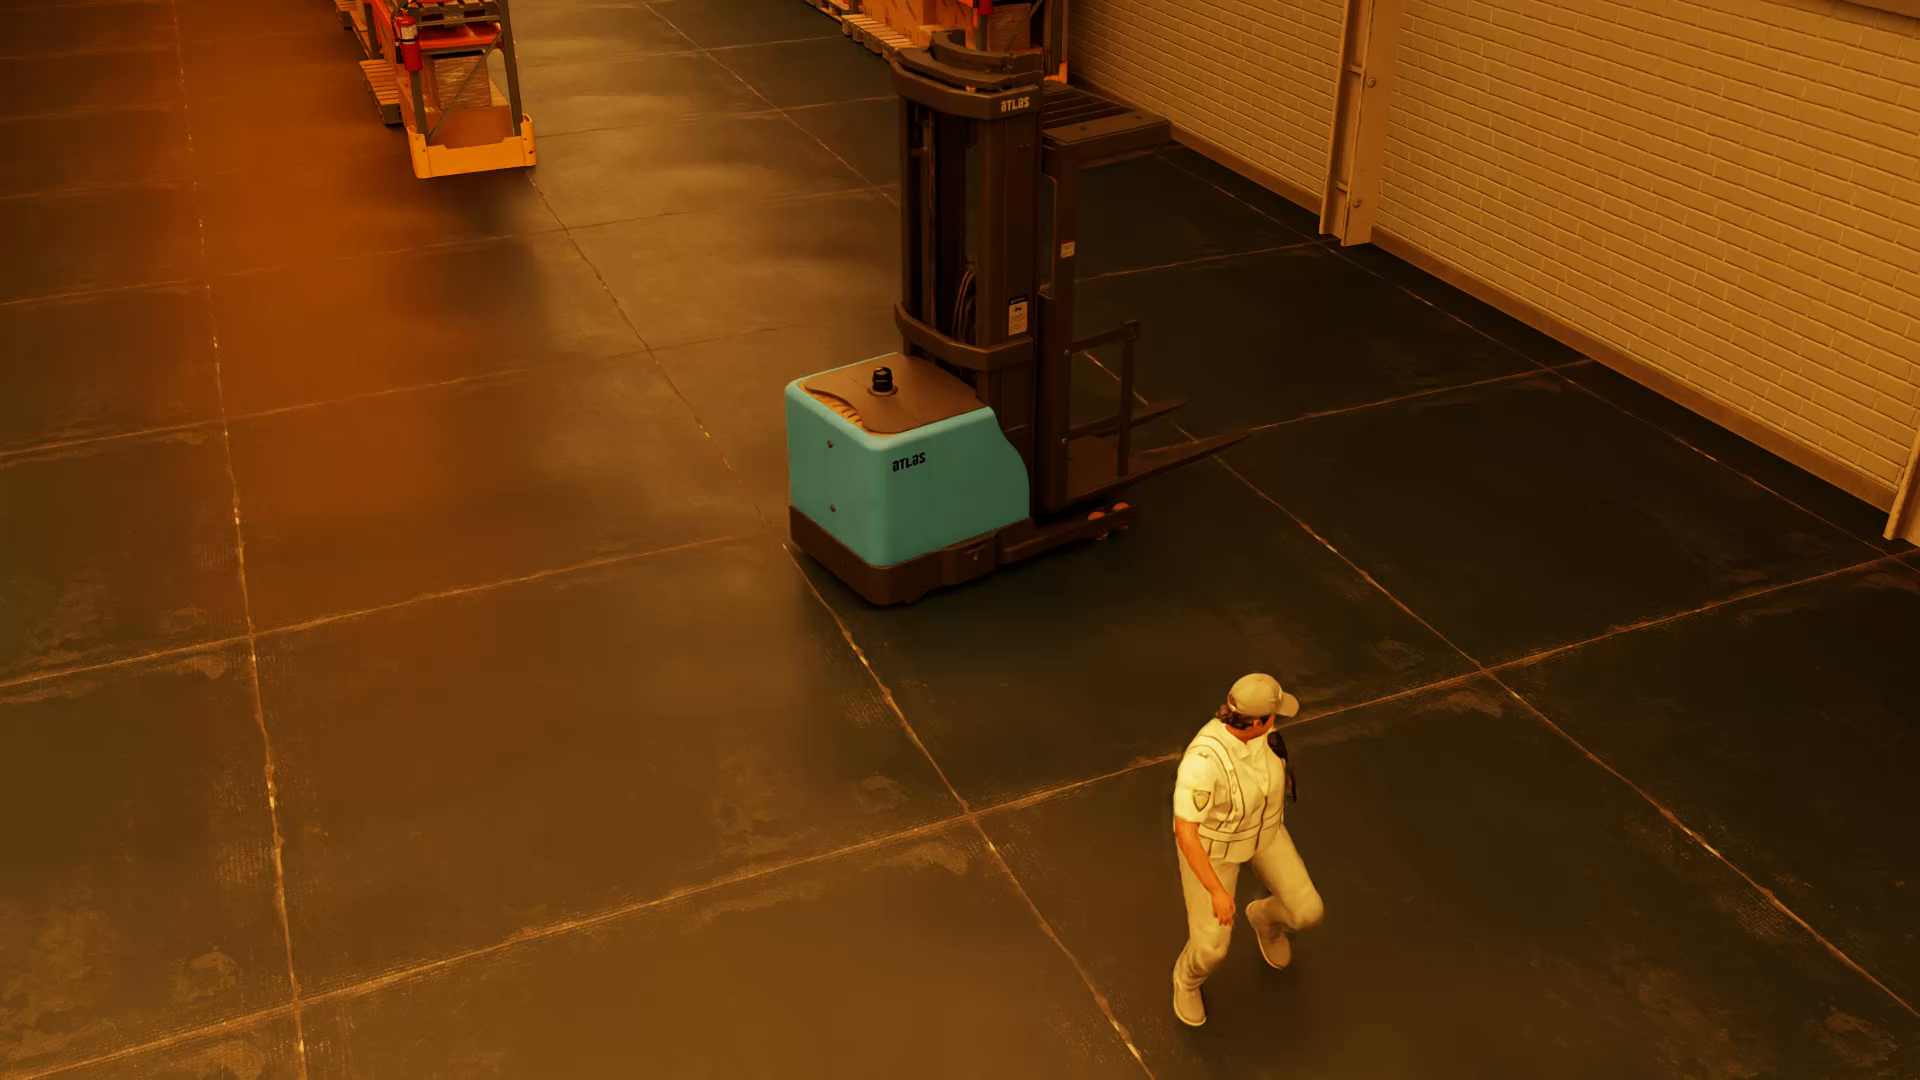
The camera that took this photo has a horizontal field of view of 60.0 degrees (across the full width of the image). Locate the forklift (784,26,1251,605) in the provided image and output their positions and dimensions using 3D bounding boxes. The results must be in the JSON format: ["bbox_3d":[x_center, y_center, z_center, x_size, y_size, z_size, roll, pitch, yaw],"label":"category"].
[{"bbox_3d":[0.476,-1.472,9.694,3.031,2.935,1.130,-19,35,-30],"label":"forklift"}]

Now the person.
[{"bbox_3d":[1.102,1.173,6.465,0.745,1.572,0.567,-15,33,-25],"label":"person"}]
